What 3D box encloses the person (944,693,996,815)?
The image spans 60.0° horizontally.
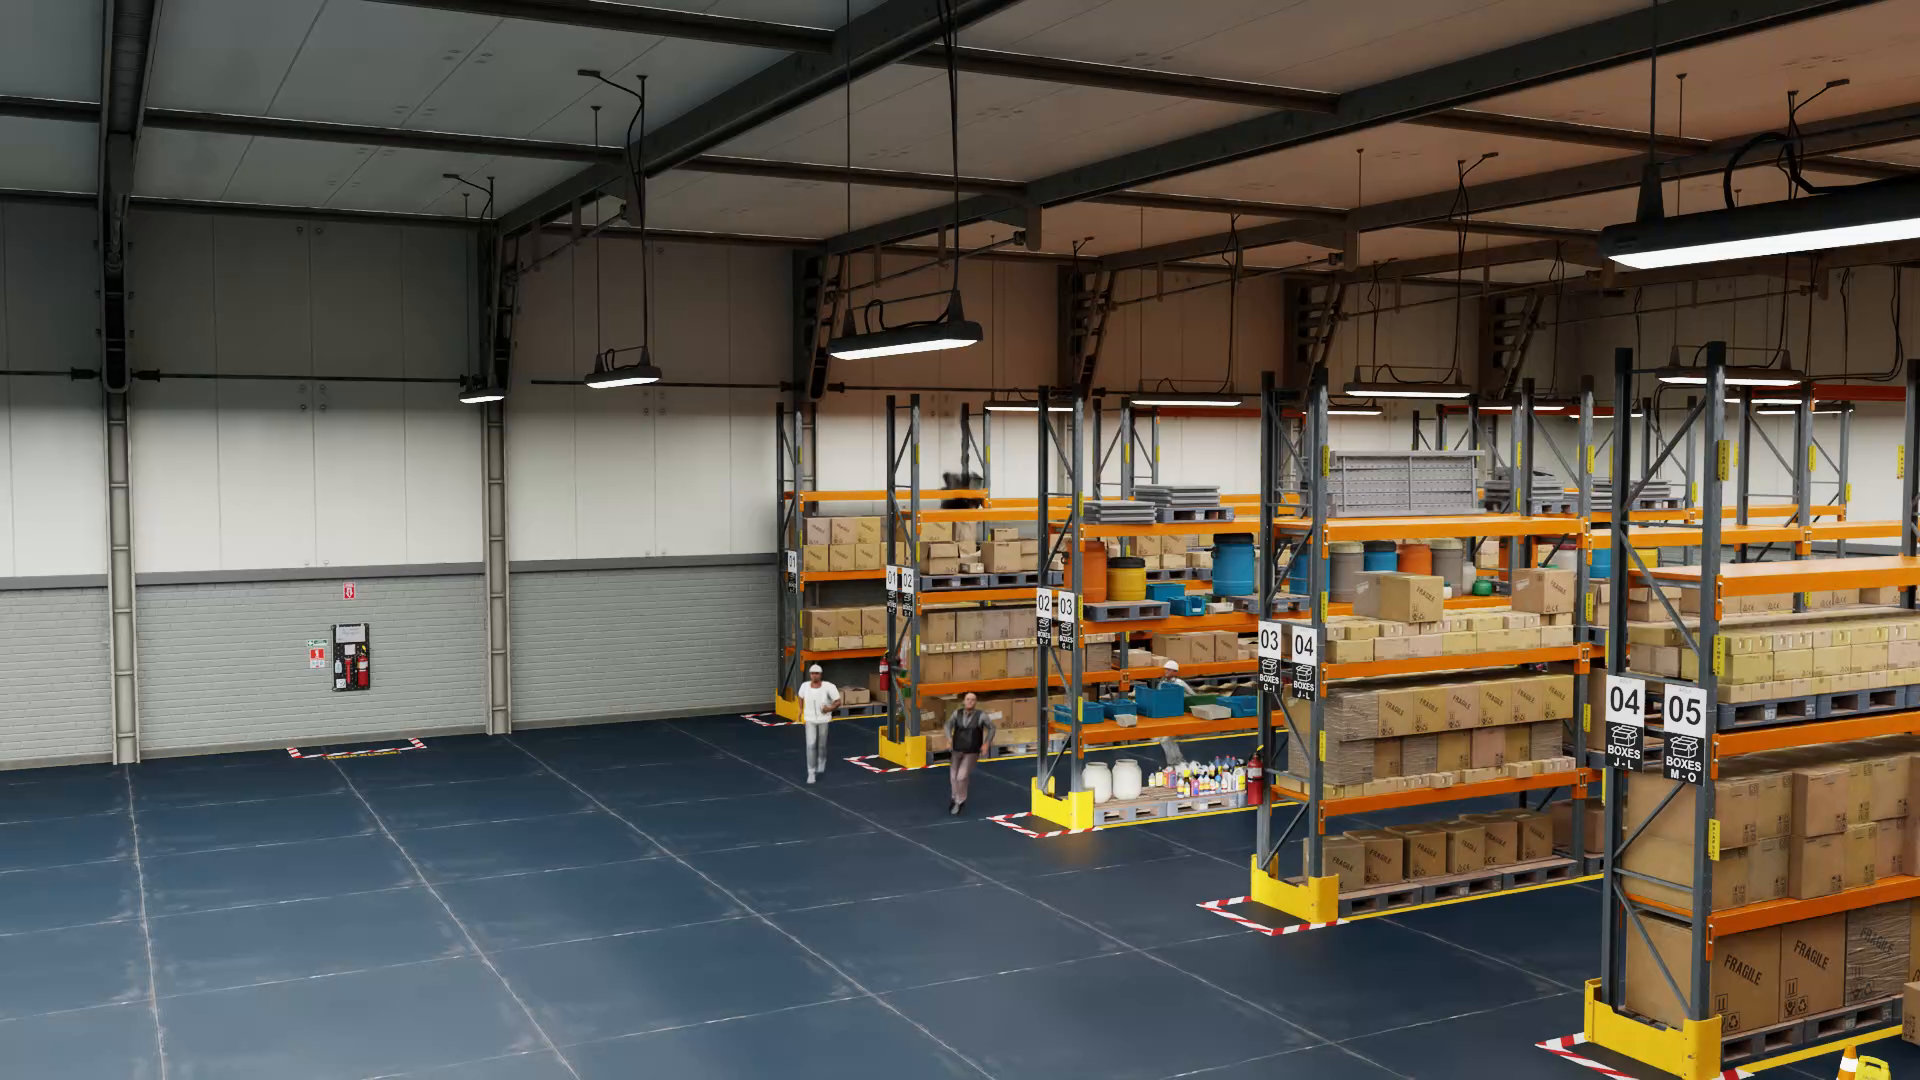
[{"bbox_3d":[0.099,3.006,23.410,0.716,1.721,0.671,1,3,22],"label":"person"}]

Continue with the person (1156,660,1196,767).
[{"bbox_3d":[3.306,2.802,26.148,0.732,1.811,0.622,-3,4,-39],"label":"person"}]

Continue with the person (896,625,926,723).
[{"bbox_3d":[-0.860,2.322,29.520,0.889,1.778,0.655,-3,5,-44],"label":"person"}]

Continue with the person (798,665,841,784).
[{"bbox_3d":[-2.181,2.821,25.764,0.687,1.814,0.825,0,3,2],"label":"person"}]
